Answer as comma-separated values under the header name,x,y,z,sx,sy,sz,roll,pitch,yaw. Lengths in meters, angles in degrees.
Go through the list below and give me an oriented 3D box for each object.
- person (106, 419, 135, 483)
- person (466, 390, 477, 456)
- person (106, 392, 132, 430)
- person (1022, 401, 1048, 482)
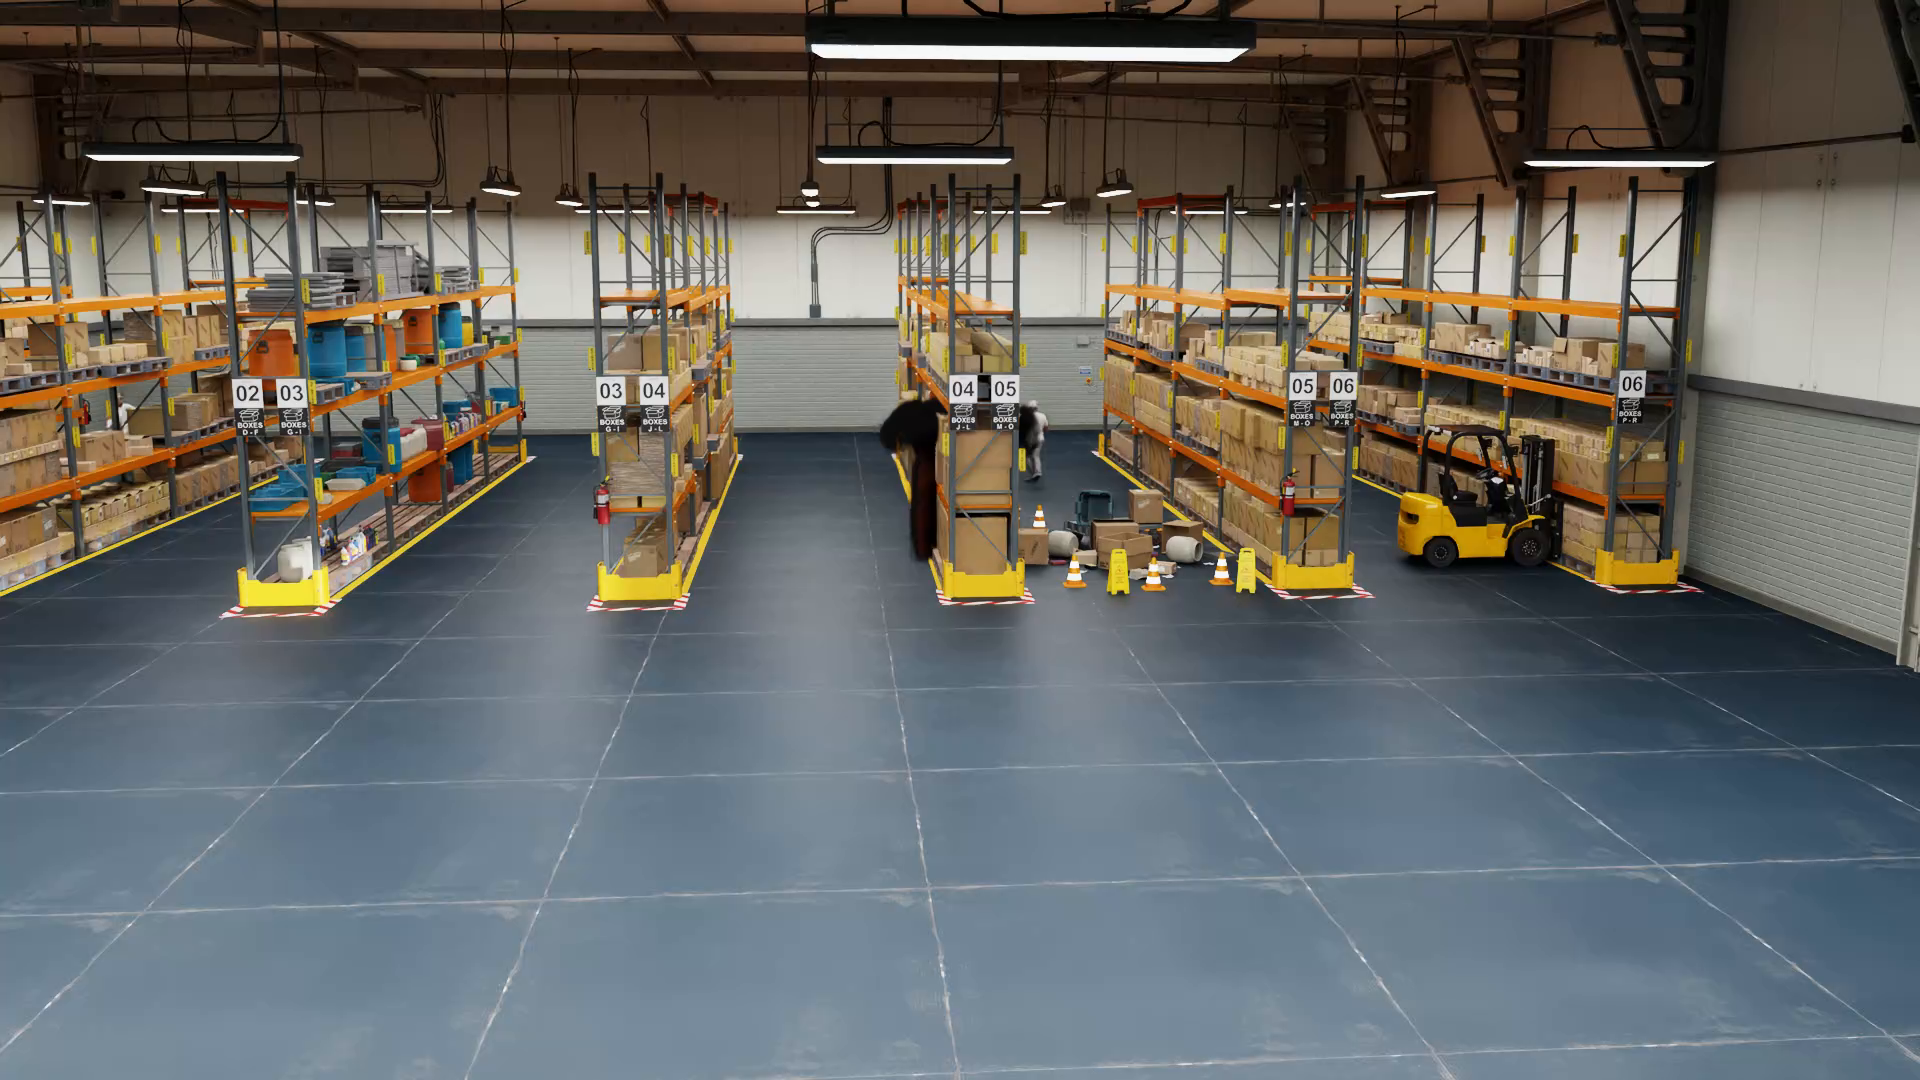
name,x,y,z,sx,sy,sz,roll,pitch,yaw
person,-16.863,-1.673,33.524,0.665,1.617,0.932,-4,11,-22
person,-11.899,-2.776,39.824,0.833,1.643,0.588,-2,10,-11
person,-18.880,-2.427,37.457,0.613,1.812,0.767,-3,10,-15
person,1.632,-2.093,35.539,0.663,1.743,0.836,-4,11,-19
